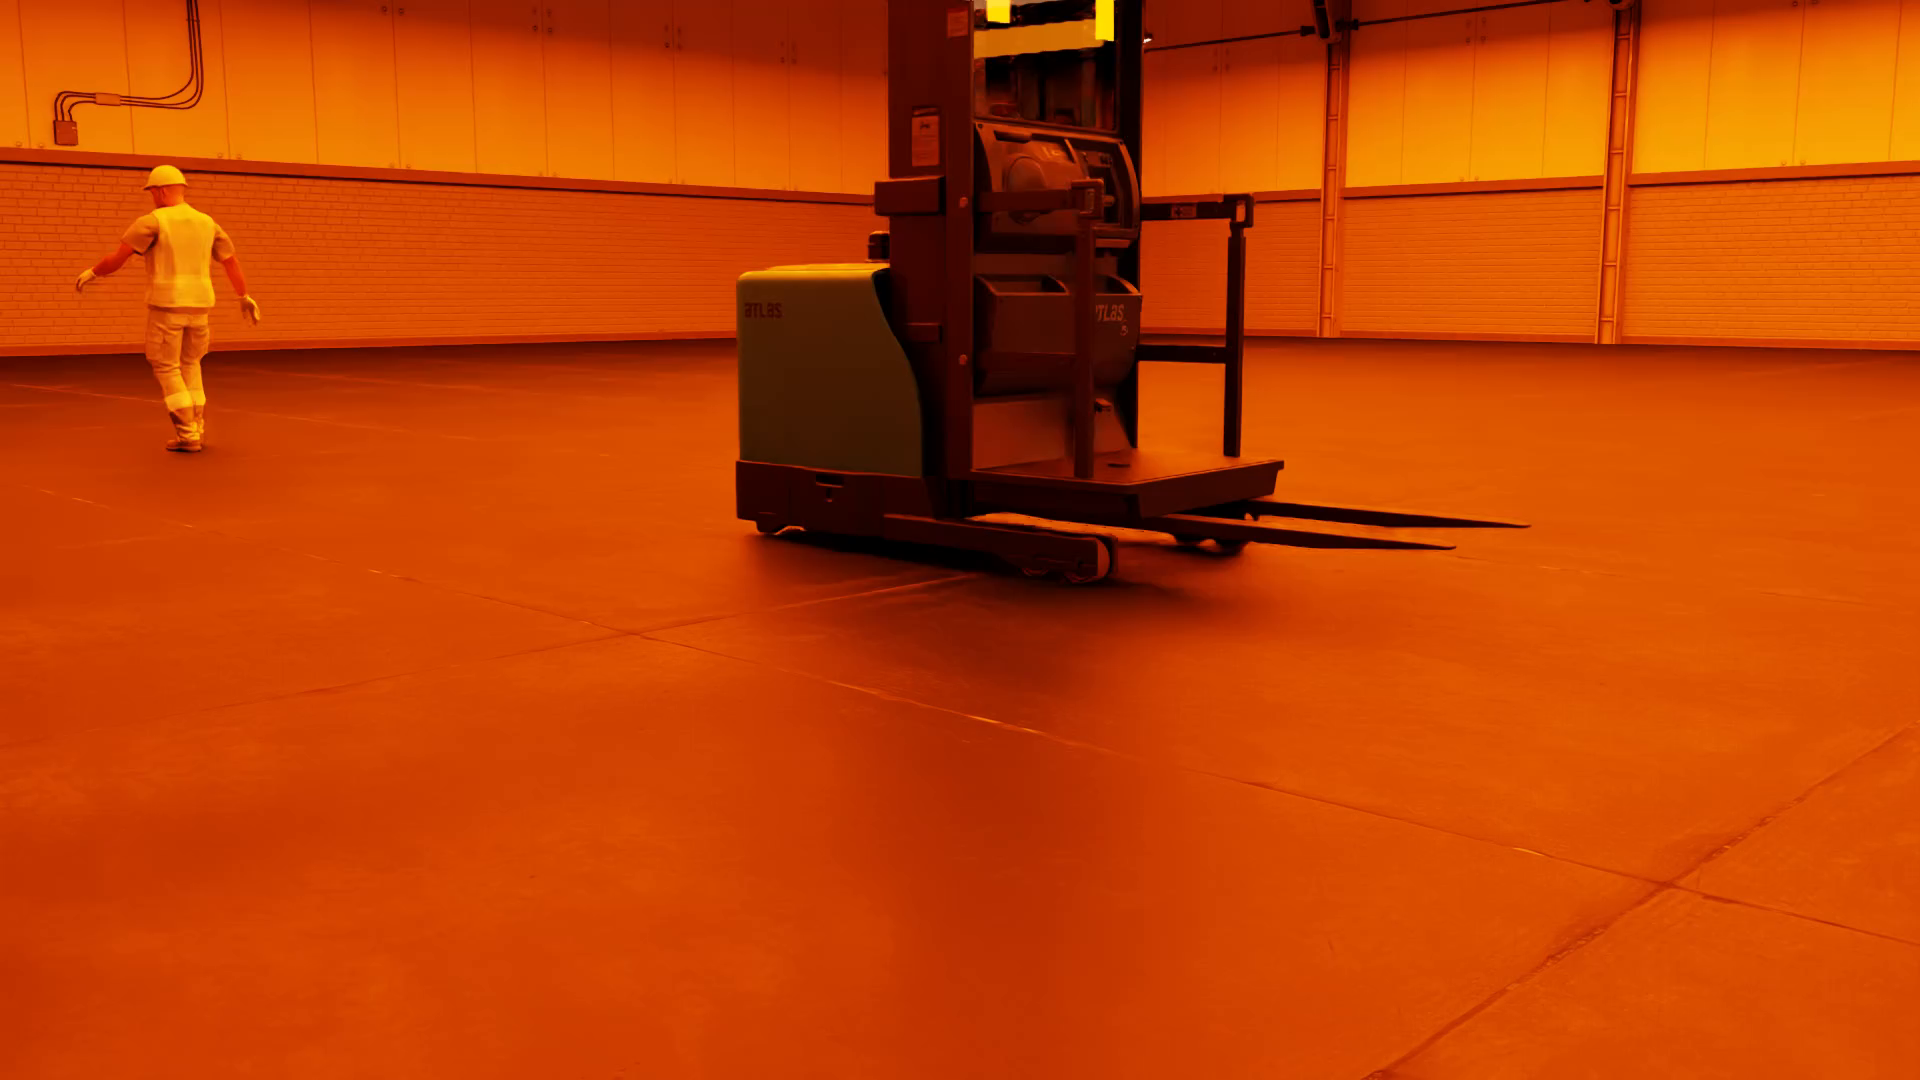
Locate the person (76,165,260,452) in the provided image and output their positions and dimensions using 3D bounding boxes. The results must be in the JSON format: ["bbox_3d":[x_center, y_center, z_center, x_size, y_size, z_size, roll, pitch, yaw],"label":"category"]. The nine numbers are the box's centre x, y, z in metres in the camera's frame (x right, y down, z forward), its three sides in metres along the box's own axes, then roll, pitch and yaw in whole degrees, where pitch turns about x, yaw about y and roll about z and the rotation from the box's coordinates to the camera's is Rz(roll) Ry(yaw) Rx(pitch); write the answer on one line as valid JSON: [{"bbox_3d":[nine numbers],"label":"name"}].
[{"bbox_3d":[-4.948,-1.433,10.475,0.610,1.803,1.016,7,11,38],"label":"person"}]

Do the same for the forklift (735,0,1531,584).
[{"bbox_3d":[0.535,-1.387,6.082,3.031,2.935,1.130,7,11,39],"label":"forklift"}]
